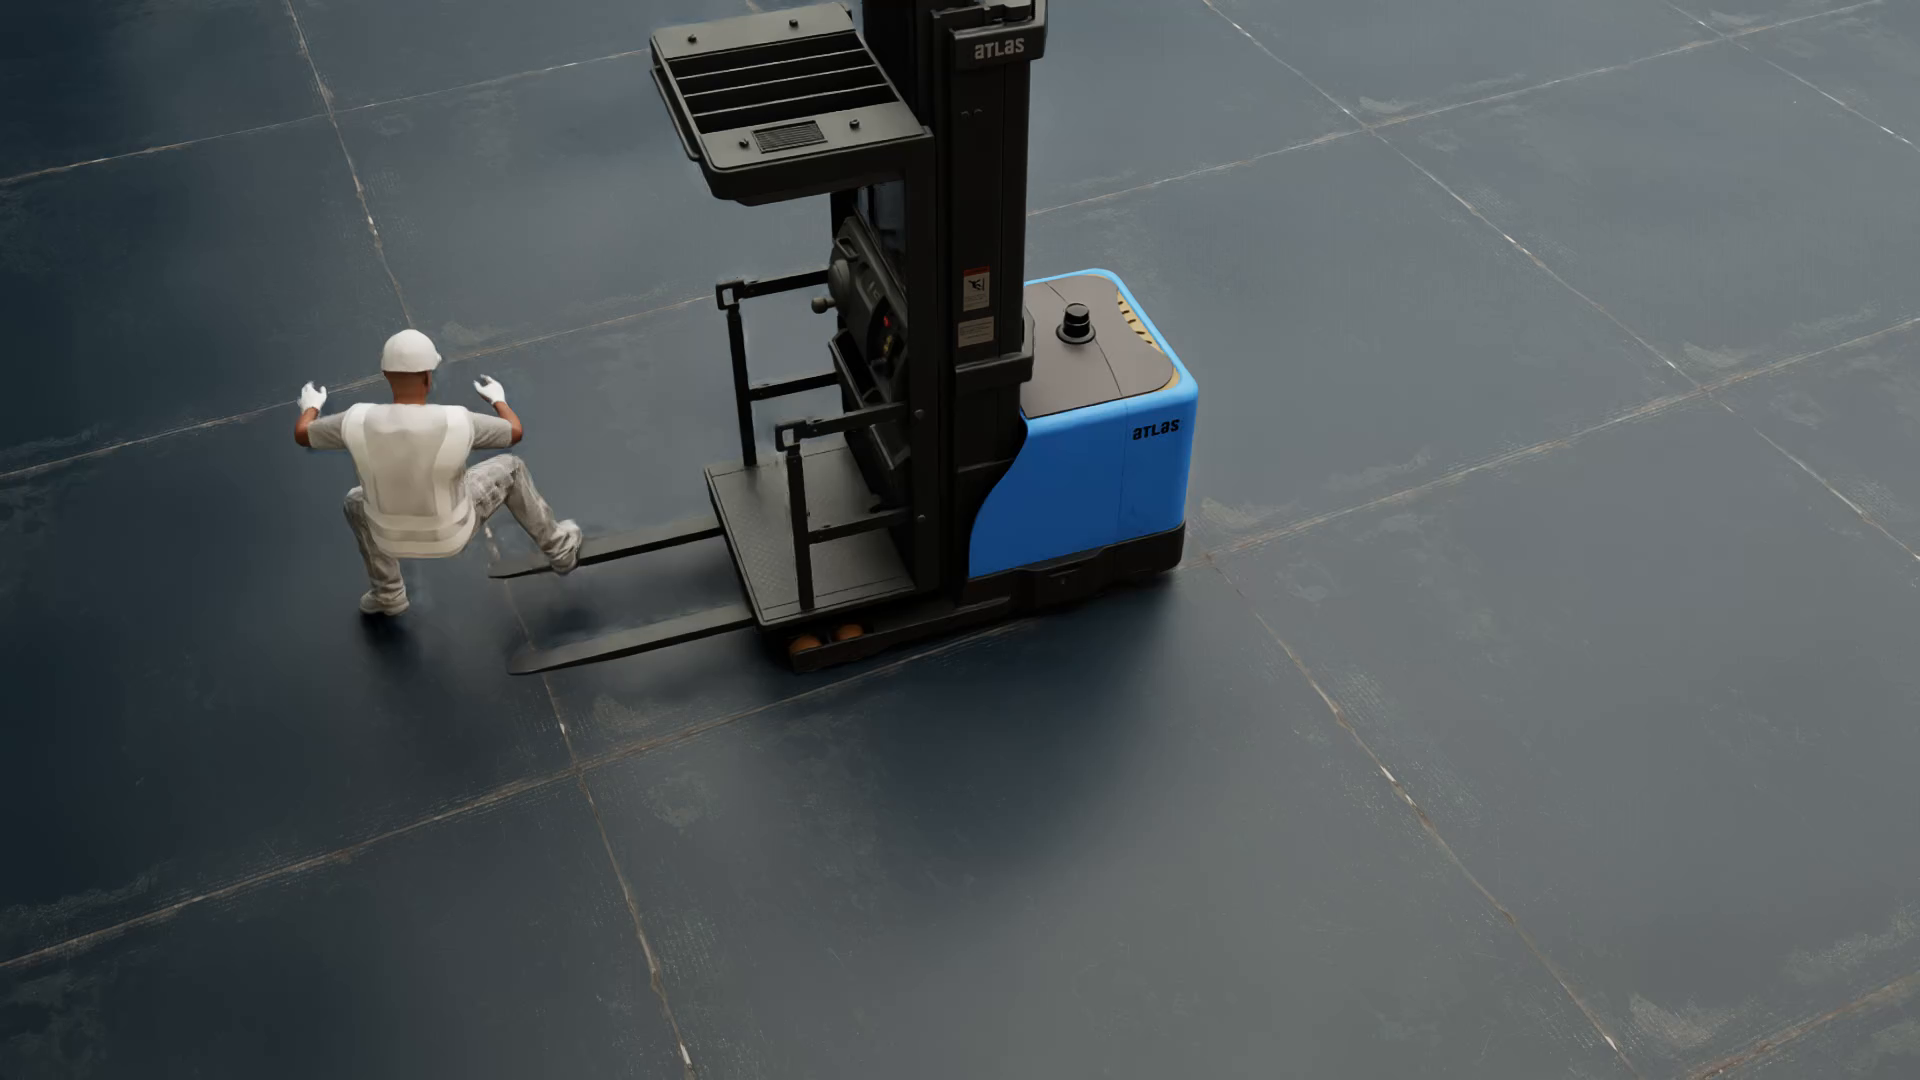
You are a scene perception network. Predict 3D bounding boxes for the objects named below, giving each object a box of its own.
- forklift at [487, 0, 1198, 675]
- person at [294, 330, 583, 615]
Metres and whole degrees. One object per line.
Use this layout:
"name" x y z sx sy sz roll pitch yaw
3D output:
"forklift" -0.557 -0.906 6.651 3.031 2.935 1.130 -13 45 -14
"person" -2.220 -0.273 6.980 1.066 1.526 0.775 -1 43 -1
